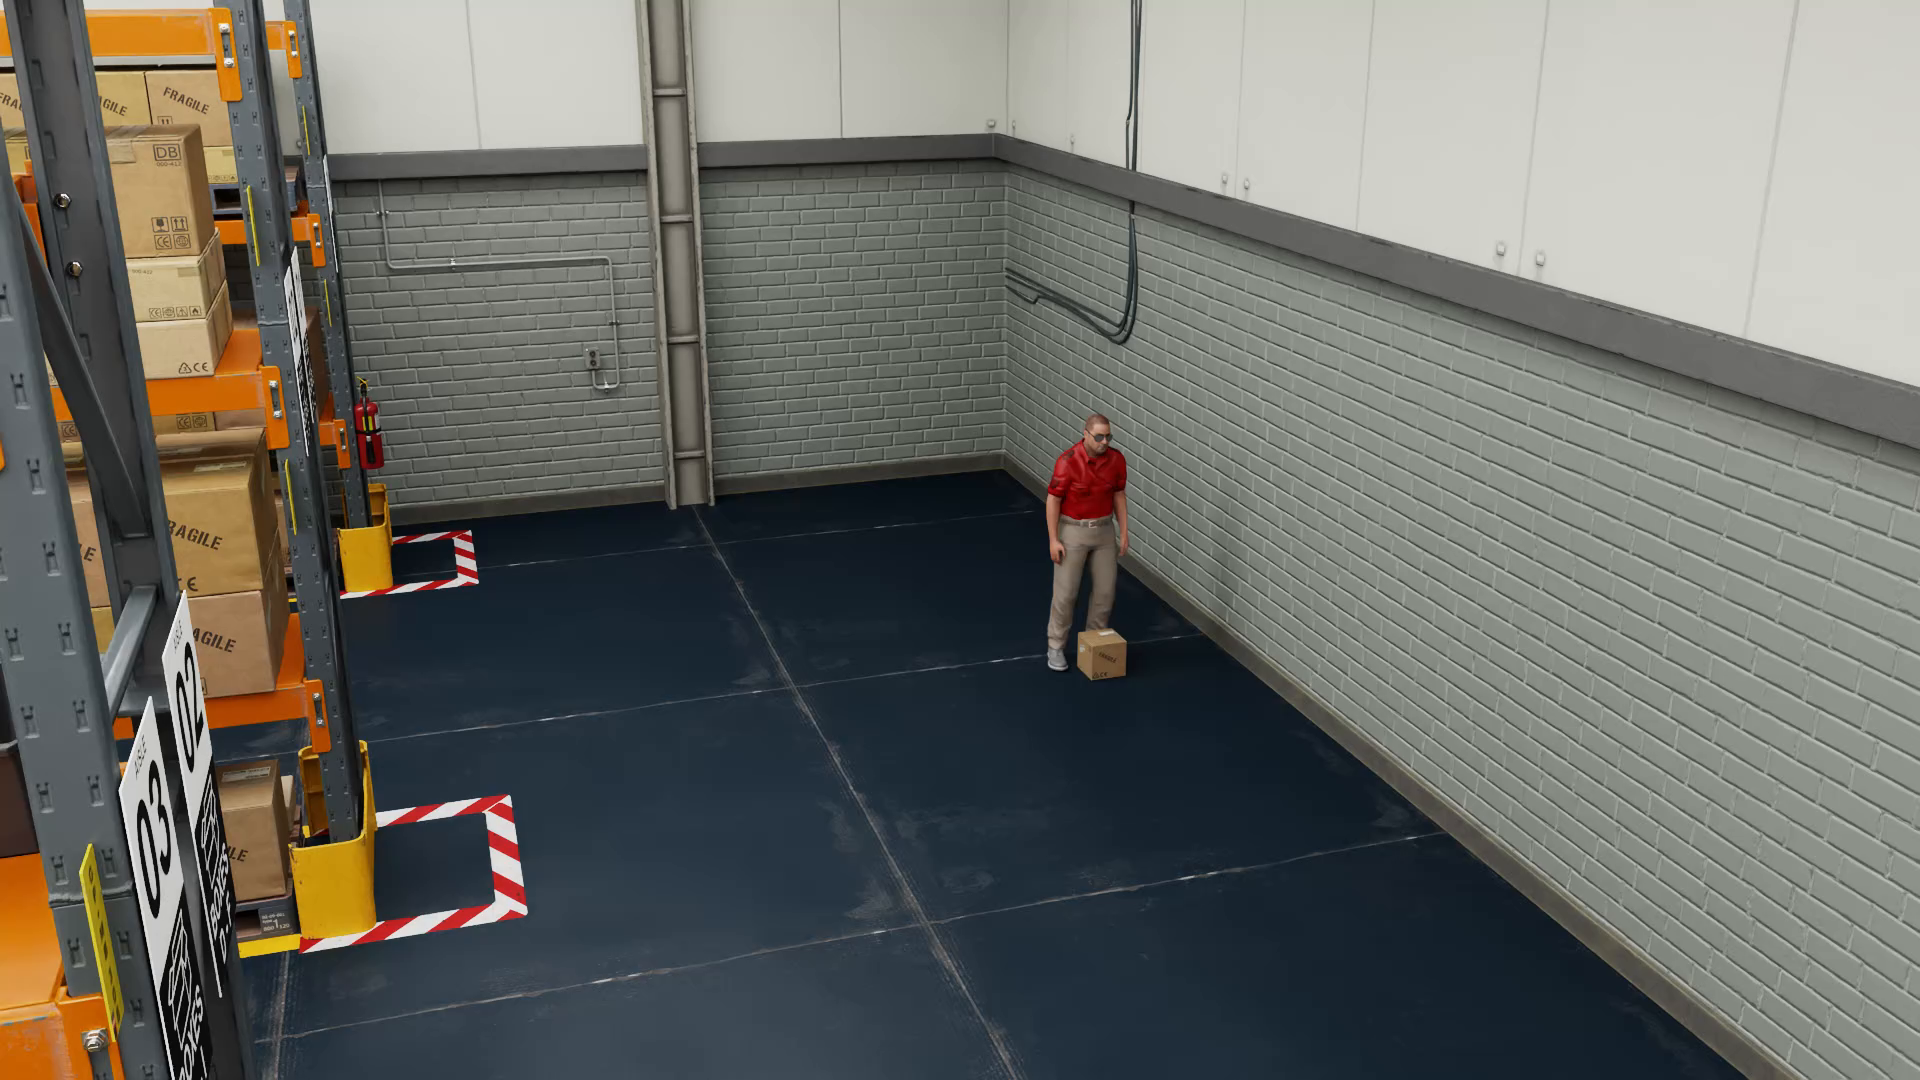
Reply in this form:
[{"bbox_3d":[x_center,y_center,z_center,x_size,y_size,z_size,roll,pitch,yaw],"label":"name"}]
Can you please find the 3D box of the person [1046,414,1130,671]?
[{"bbox_3d":[0.850,-0.012,11.119,0.608,1.728,0.389,-7,20,-20],"label":"person"}]
